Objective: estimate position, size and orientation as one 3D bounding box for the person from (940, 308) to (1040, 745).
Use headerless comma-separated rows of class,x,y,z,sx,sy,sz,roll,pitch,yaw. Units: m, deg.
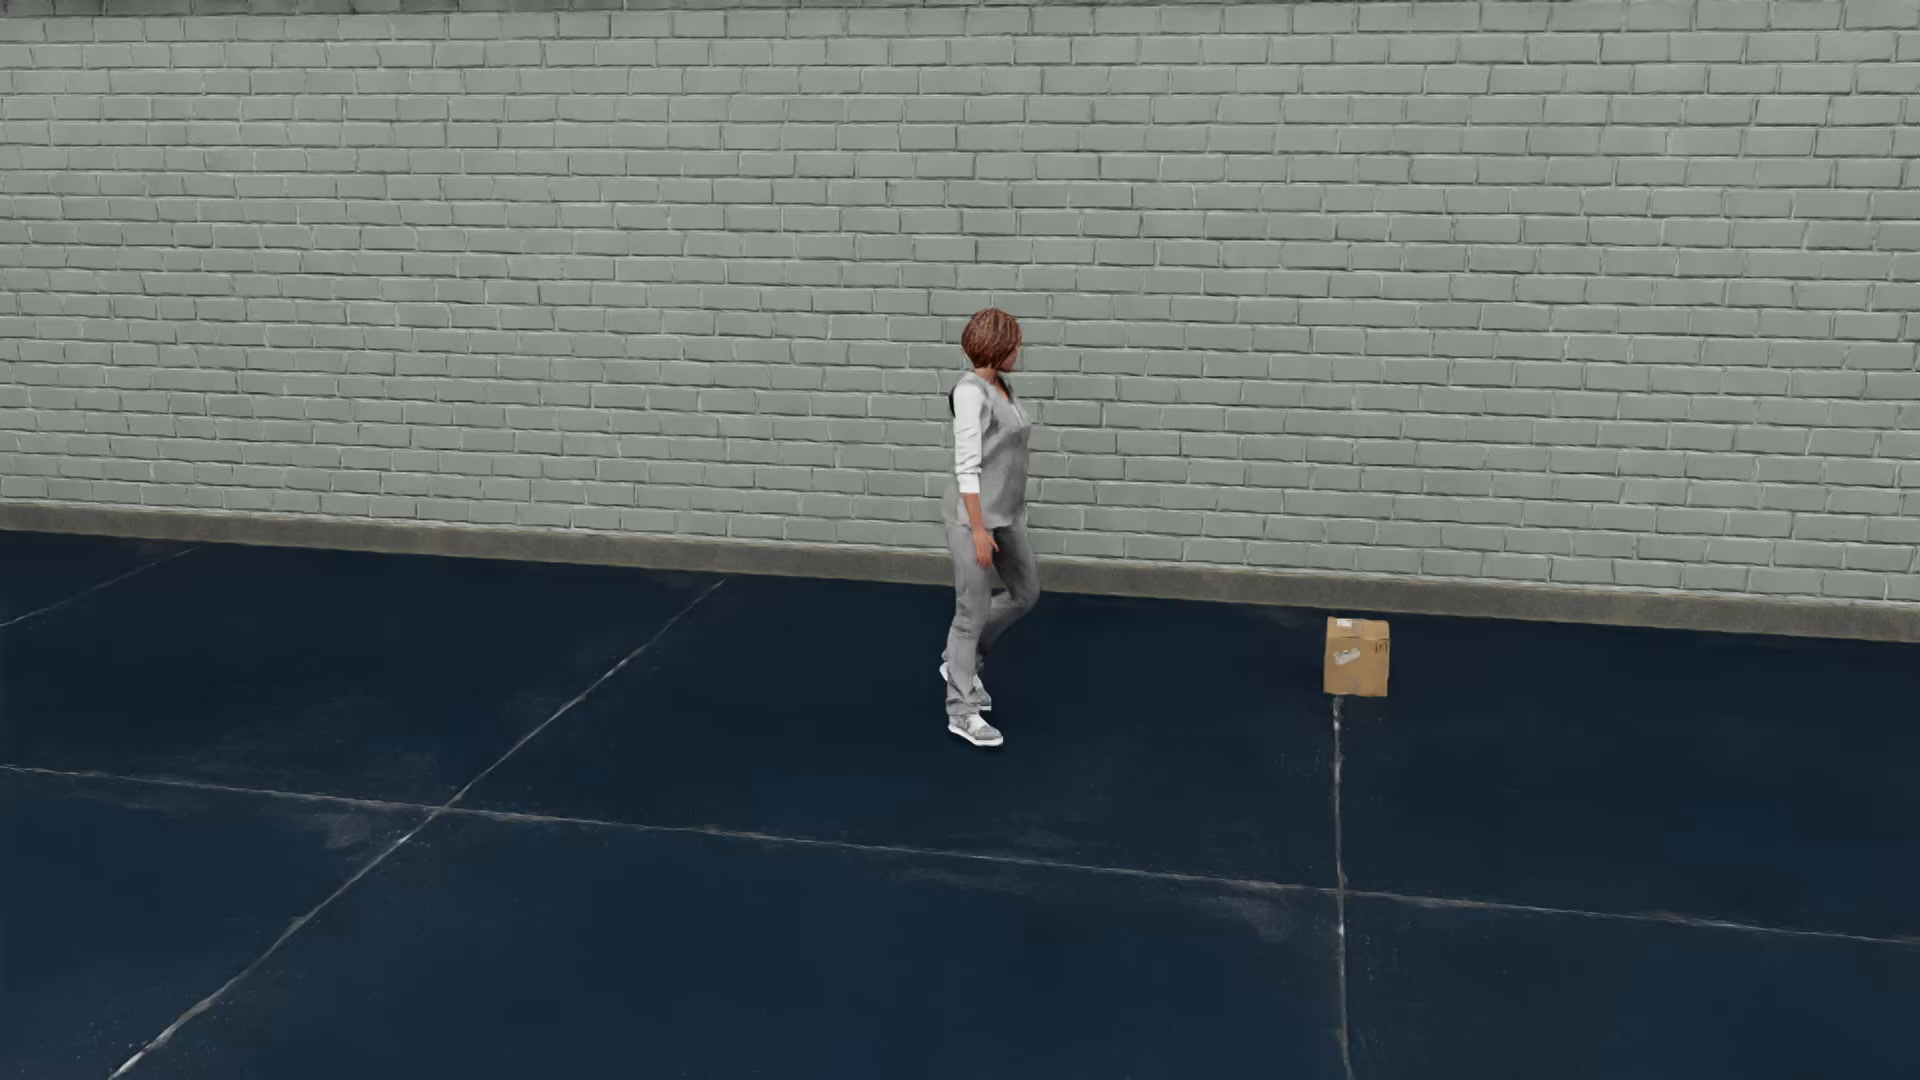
person,0.056,-0.063,6.223,0.402,1.594,0.467,7,16,25
